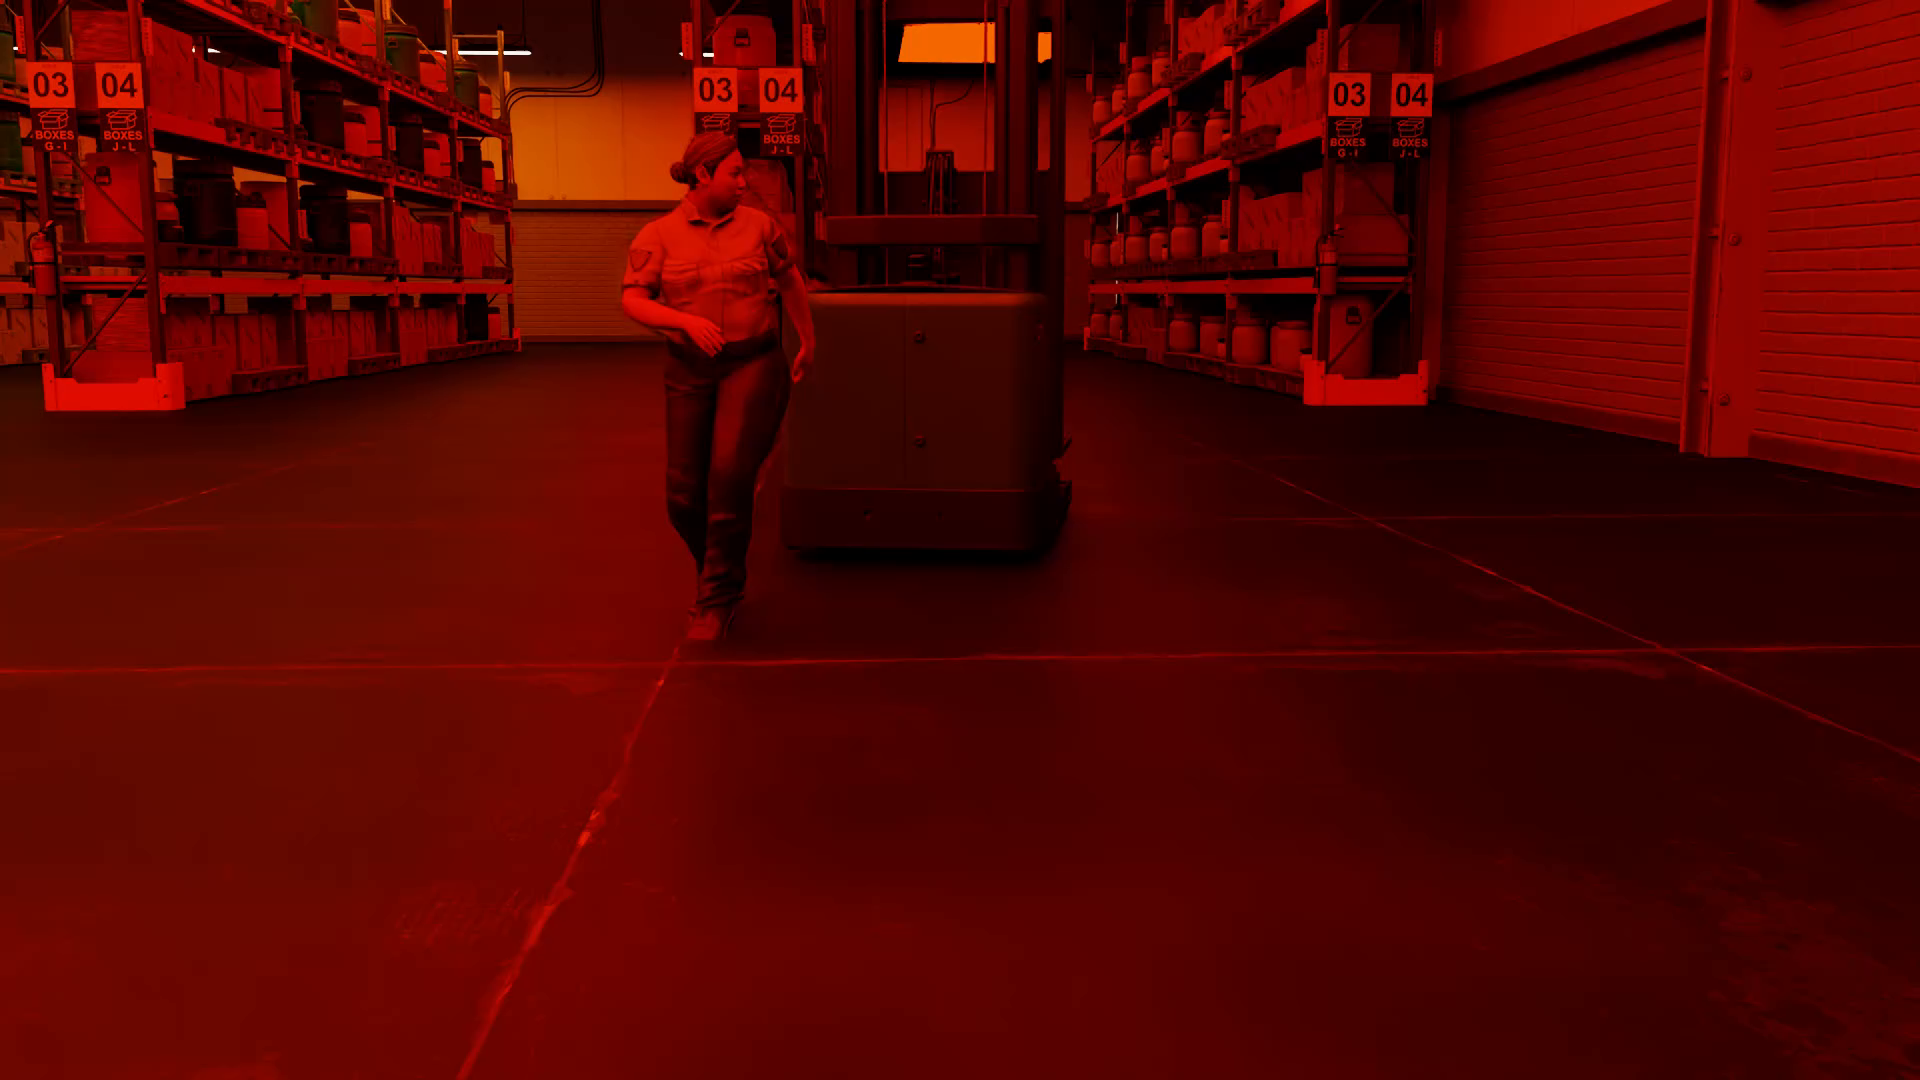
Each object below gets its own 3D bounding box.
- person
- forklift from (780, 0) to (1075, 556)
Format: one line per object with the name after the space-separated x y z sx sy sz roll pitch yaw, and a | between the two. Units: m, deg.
-0.802 -0.495 5.435 0.527 1.637 0.828 1 9 7 | person
-0.033 -1.564 7.862 1.130 2.935 3.031 1 9 7 | forklift
